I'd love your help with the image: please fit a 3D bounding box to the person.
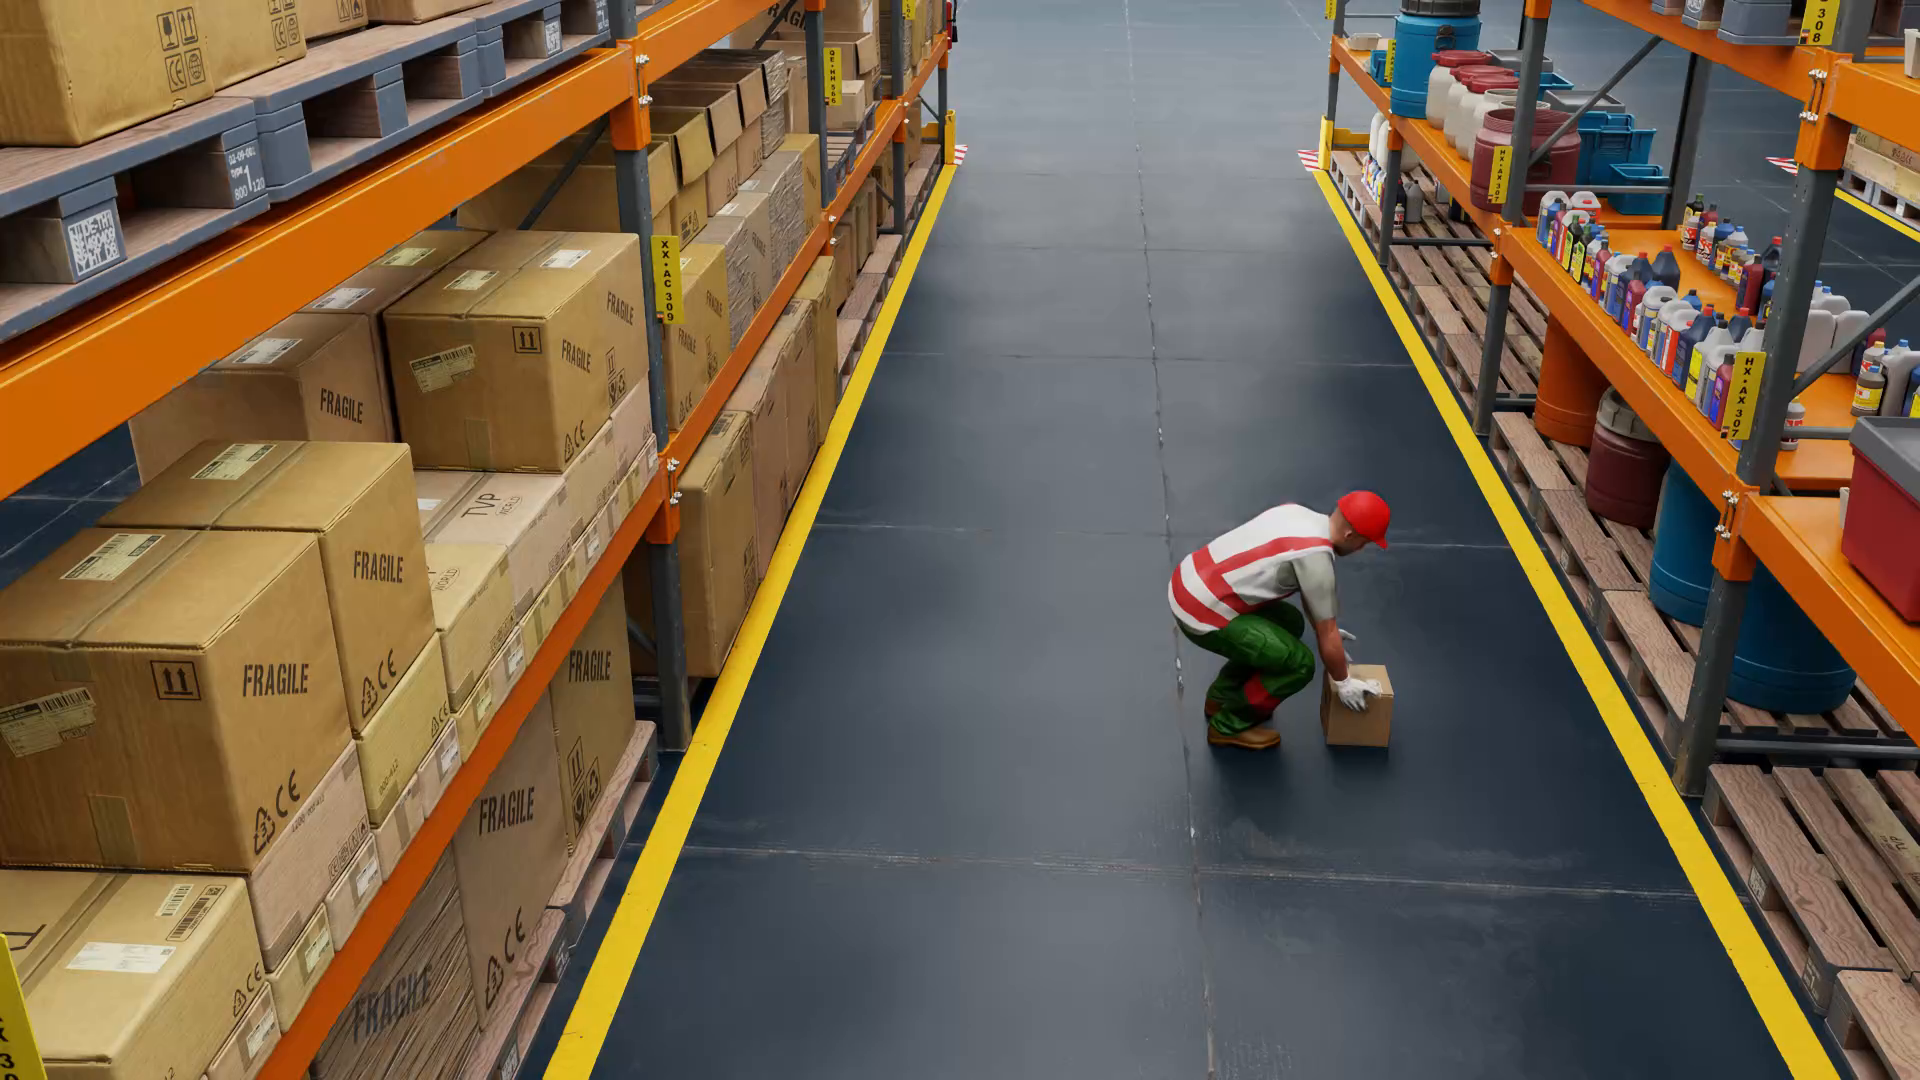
[{"bbox_3d":[1.282,0.293,6.809,0.870,1.065,0.579,2,24,4],"label":"person"}]
